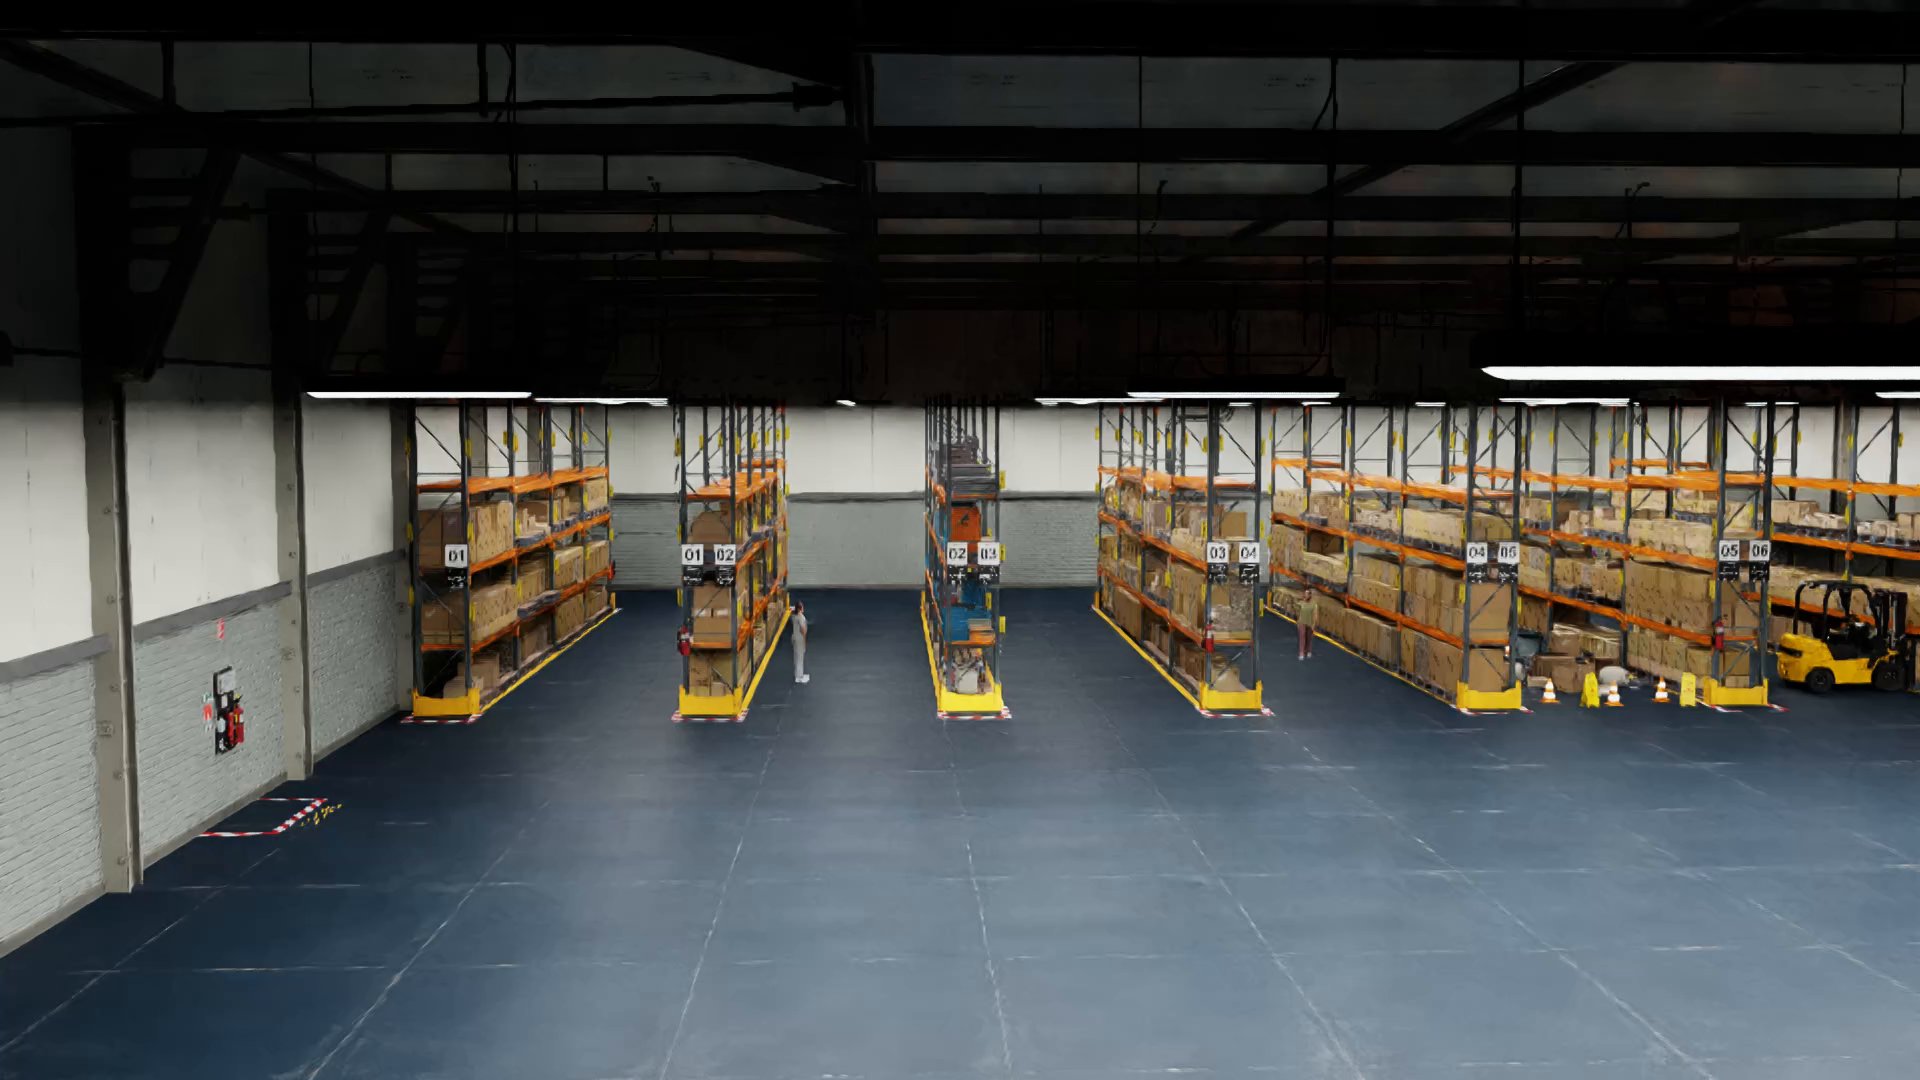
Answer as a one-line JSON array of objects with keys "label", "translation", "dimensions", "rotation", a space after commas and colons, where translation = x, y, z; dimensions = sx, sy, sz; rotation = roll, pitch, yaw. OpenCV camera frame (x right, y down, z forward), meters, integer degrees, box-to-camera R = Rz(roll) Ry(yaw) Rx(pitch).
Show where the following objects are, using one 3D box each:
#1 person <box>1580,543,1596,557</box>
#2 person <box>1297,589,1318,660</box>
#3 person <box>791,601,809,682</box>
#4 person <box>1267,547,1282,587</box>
[{"label": "person", "translation": [18.983, 0.884, 50.284], "dimensions": [0.614, 1.762, 0.594], "rotation": [-3, 5, -34]}, {"label": "person", "translation": [7.930, 1.908, 37.963], "dimensions": [0.447, 1.603, 1.016], "rotation": [1, 5, 7]}, {"label": "person", "translation": [-3.331, 2.117, 34.901], "dimensions": [0.441, 1.675, 0.496], "rotation": [-3, 5, -33]}, {"label": "person", "translation": [9.908, 0.777, 52.222], "dimensions": [0.509, 1.658, 0.551], "rotation": [3, 5, 34]}]
